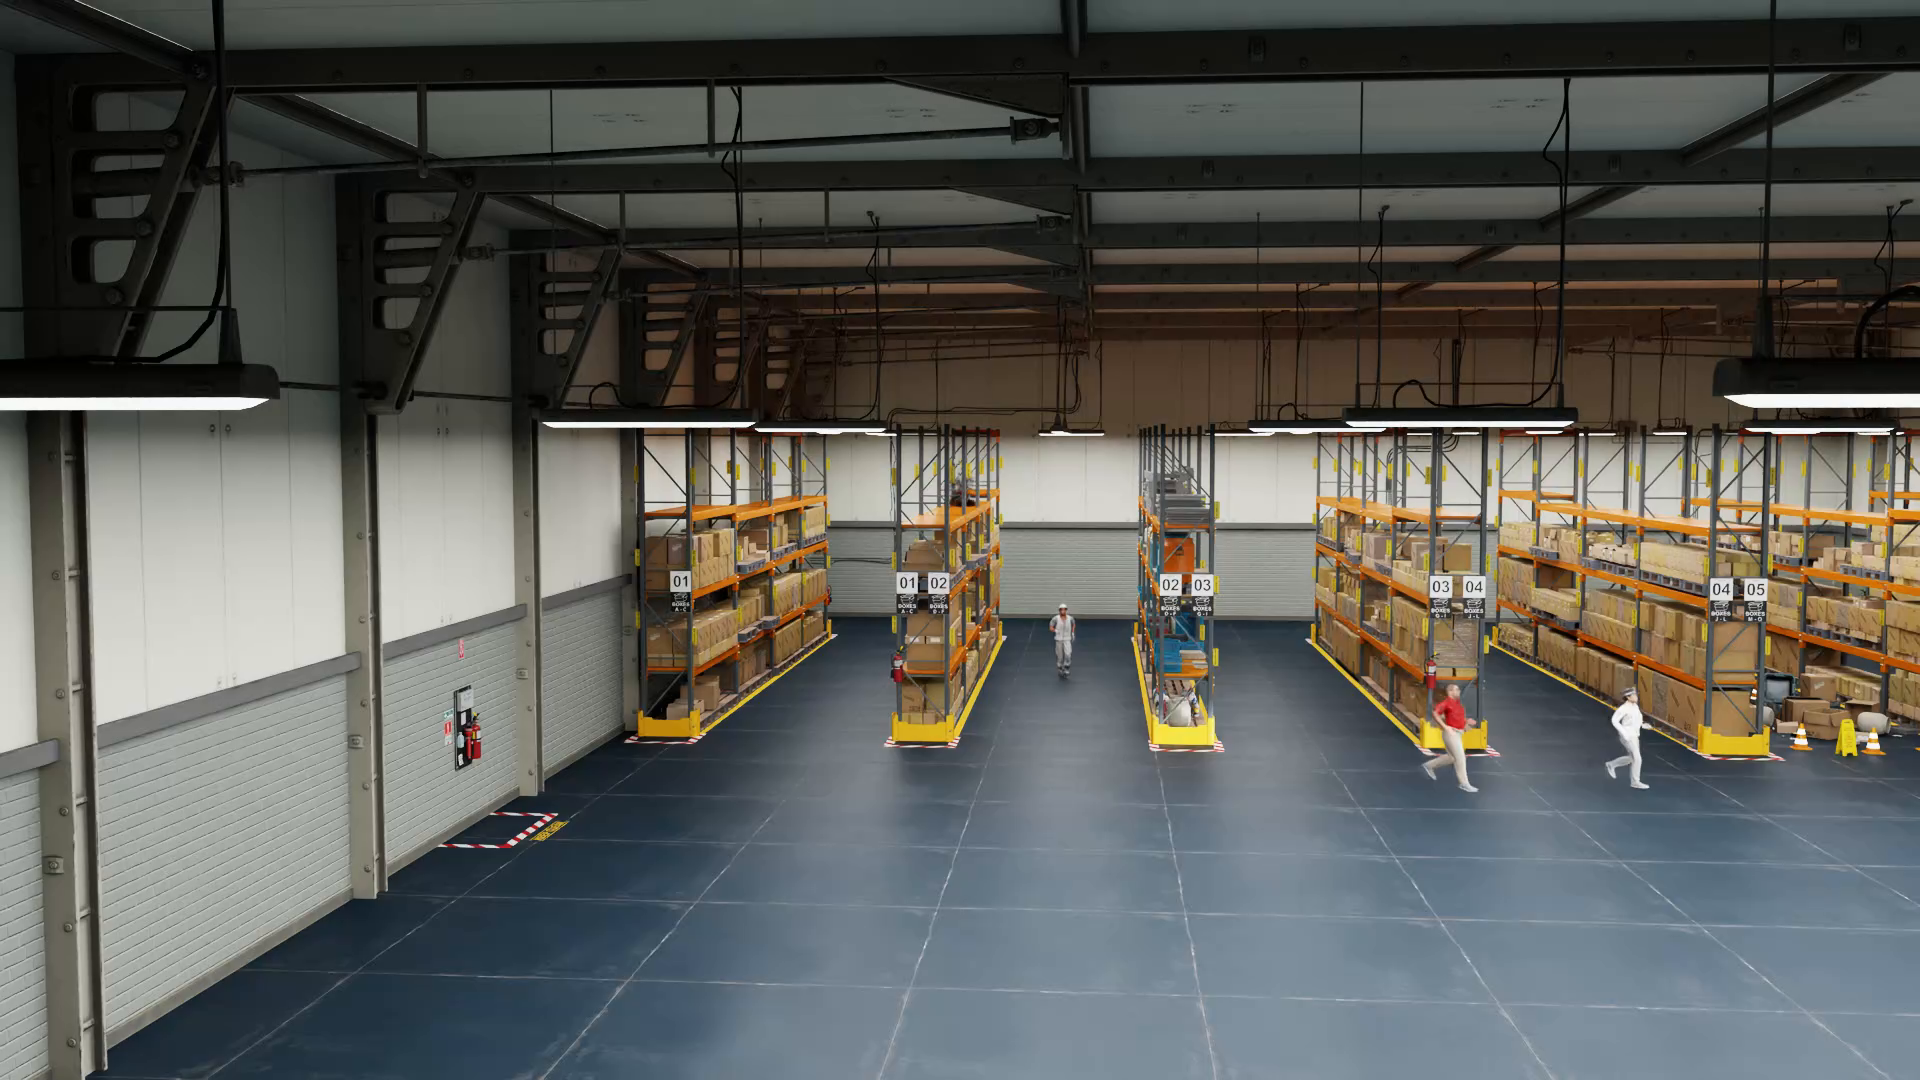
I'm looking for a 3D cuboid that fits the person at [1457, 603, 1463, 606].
[{"bbox_3d":[13.359,2.176,43.837,0.725,1.714,0.797,1,4,17],"label":"person"}]

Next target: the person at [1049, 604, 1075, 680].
[{"bbox_3d":[2.443,2.432,39.589,0.635,1.825,0.749,0,3,0],"label":"person"}]

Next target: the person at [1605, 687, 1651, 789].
[{"bbox_3d":[10.948,3.221,27.314,0.617,1.665,0.743,-3,5,-44],"label":"person"}]

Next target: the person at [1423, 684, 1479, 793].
[{"bbox_3d":[8.033,3.215,27.179,0.927,1.737,0.664,2,4,33],"label":"person"}]
